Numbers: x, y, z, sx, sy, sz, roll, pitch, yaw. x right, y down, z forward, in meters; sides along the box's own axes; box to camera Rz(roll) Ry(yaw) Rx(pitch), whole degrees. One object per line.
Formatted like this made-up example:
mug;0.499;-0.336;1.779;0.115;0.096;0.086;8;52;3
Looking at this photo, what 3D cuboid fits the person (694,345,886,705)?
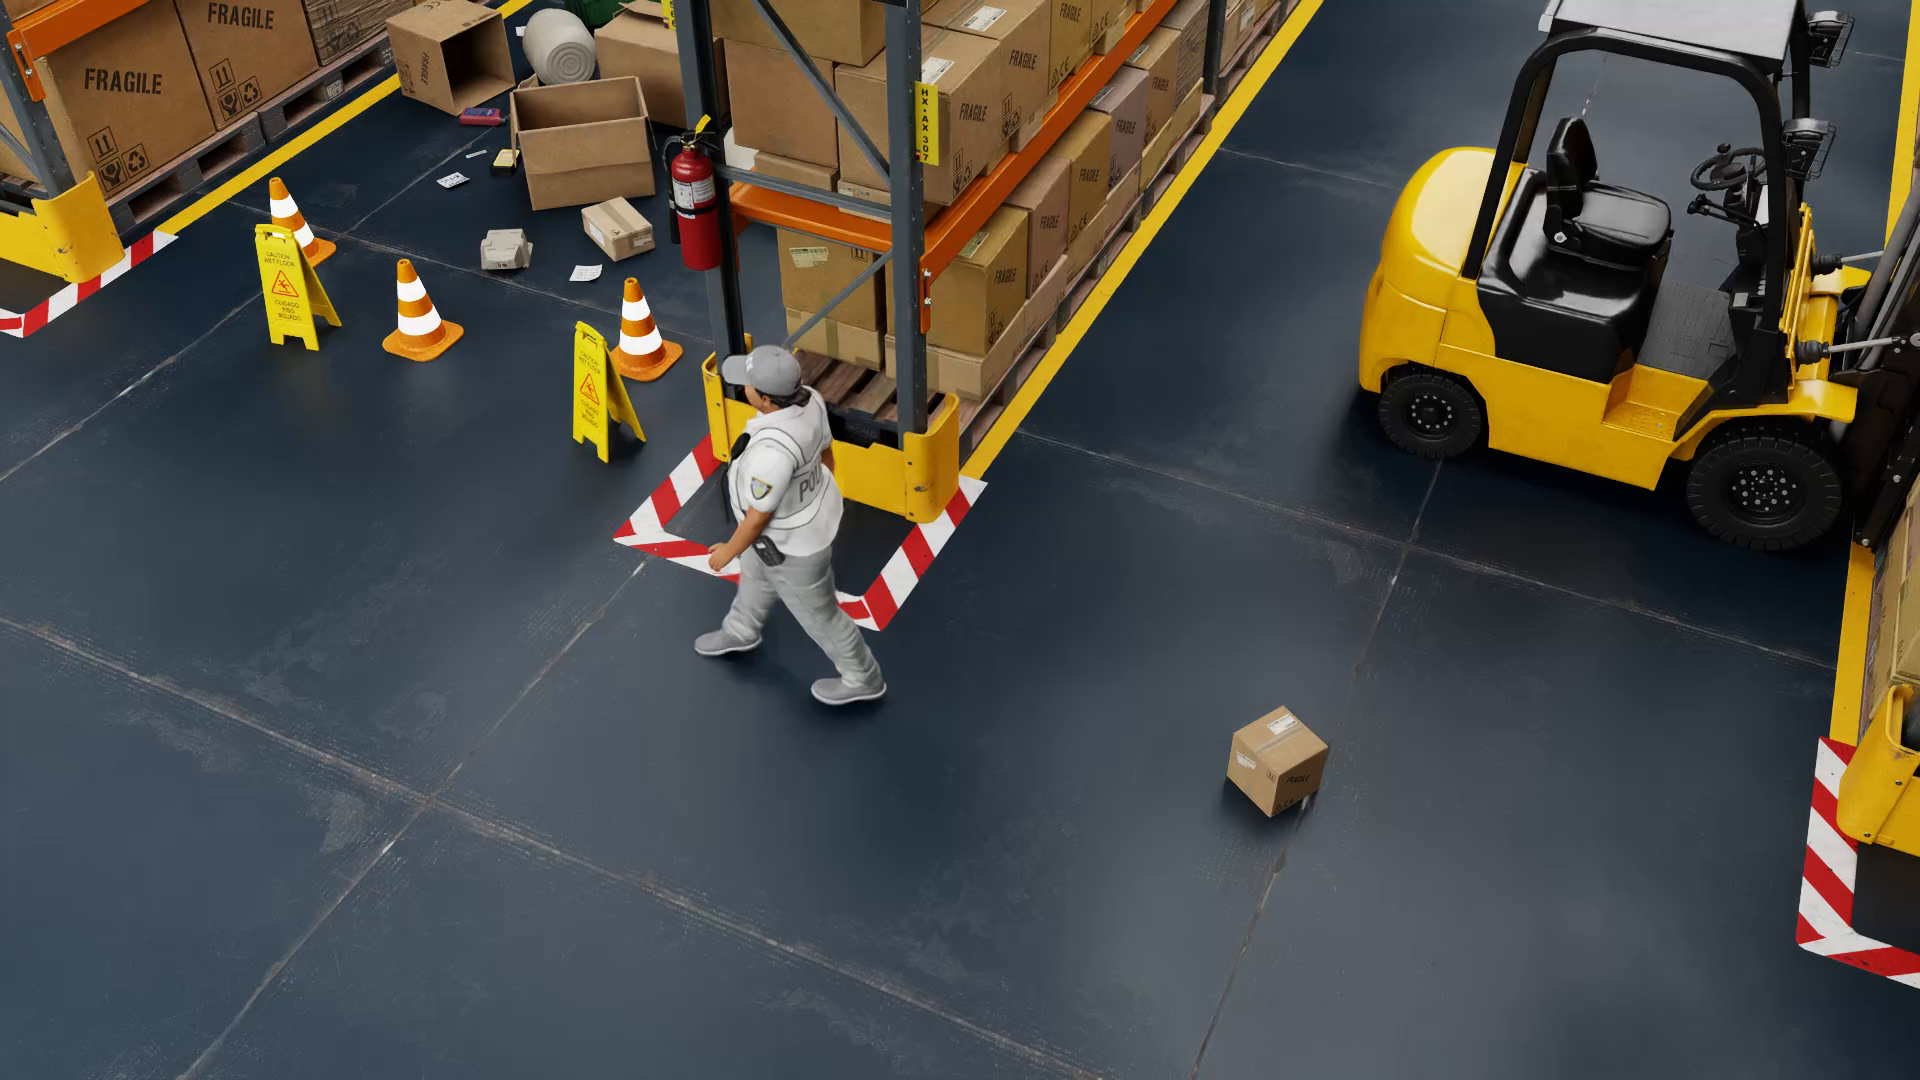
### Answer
person;-0.705;-0.035;6.199;0.848;1.668;0.495;6;43;7
